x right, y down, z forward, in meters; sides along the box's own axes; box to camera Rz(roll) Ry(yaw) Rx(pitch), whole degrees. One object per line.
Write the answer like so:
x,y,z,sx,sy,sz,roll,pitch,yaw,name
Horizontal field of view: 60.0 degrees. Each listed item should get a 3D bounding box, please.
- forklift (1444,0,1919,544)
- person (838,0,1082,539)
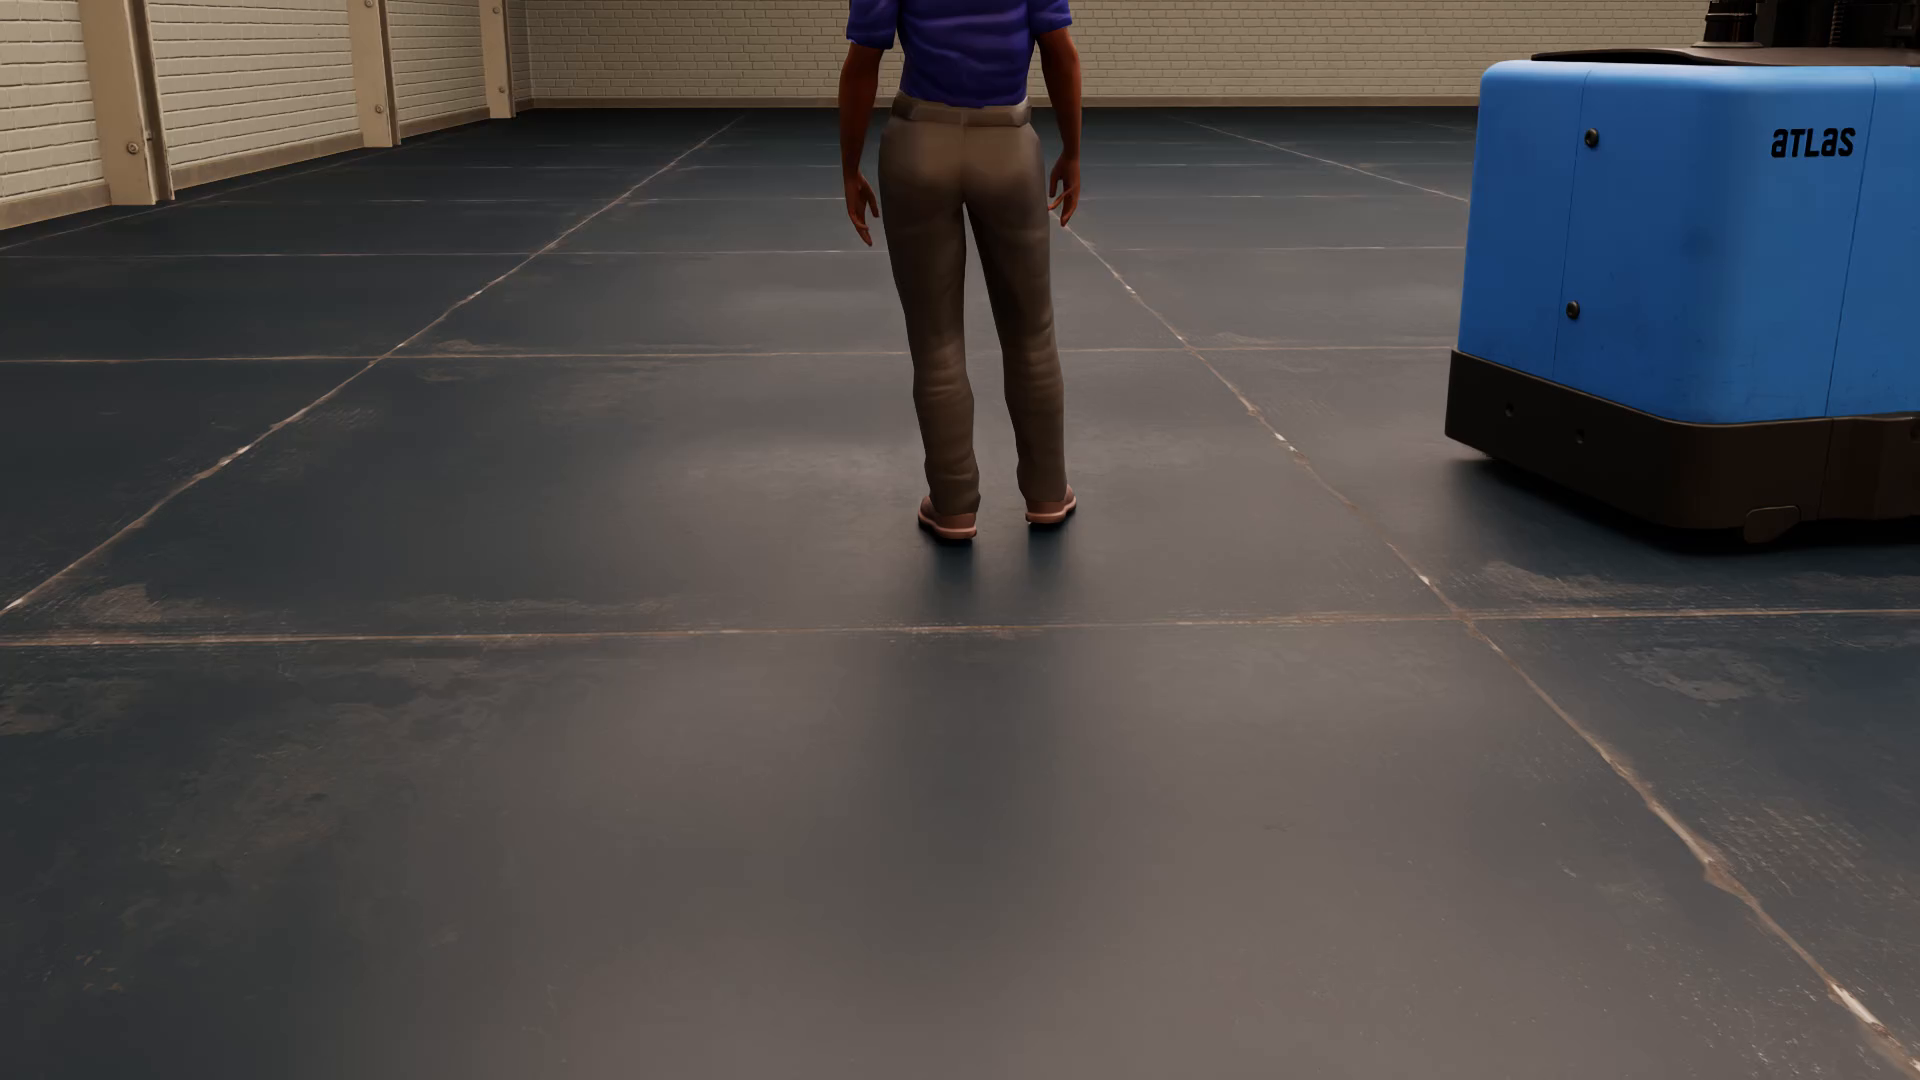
2.924,-1.613,4.180,3.031,2.935,1.130,-5,18,-15,forklift
0.015,-0.824,3.759,0.569,1.654,0.504,-1,17,-3,person
